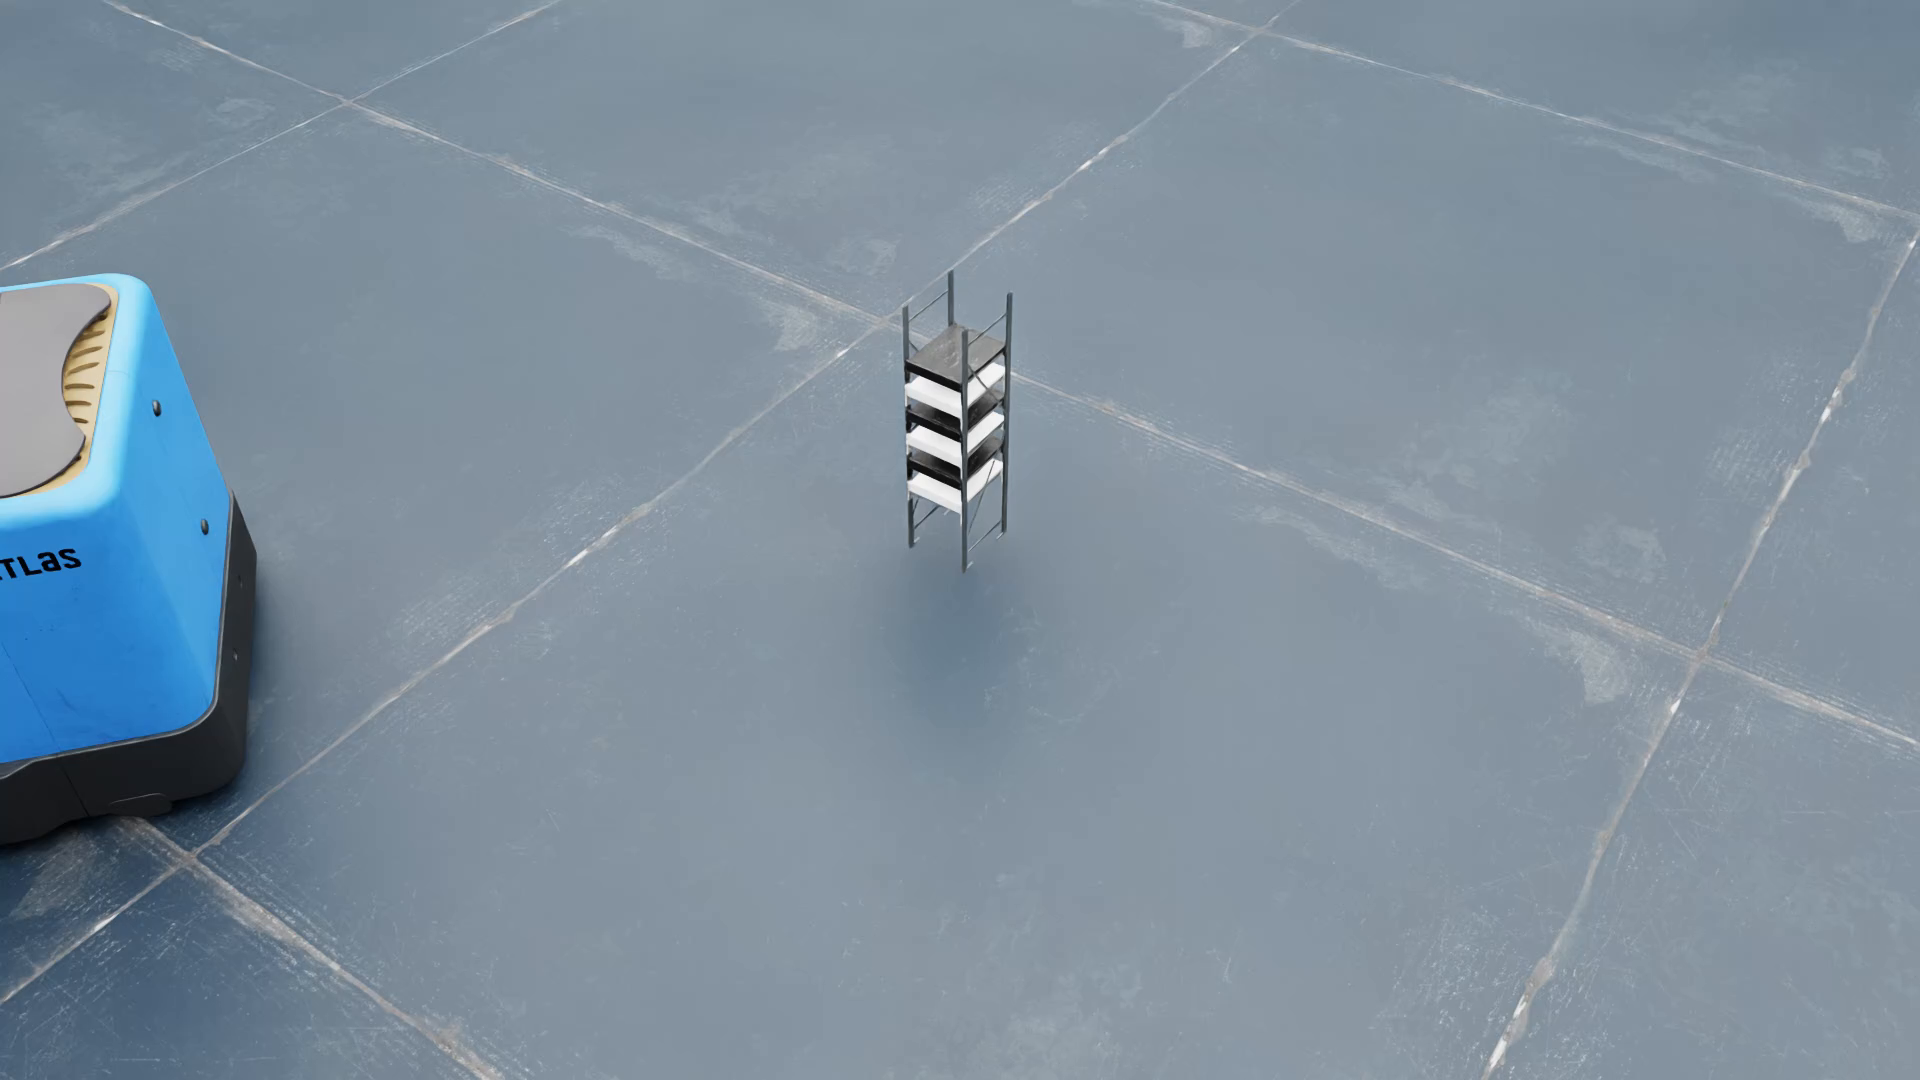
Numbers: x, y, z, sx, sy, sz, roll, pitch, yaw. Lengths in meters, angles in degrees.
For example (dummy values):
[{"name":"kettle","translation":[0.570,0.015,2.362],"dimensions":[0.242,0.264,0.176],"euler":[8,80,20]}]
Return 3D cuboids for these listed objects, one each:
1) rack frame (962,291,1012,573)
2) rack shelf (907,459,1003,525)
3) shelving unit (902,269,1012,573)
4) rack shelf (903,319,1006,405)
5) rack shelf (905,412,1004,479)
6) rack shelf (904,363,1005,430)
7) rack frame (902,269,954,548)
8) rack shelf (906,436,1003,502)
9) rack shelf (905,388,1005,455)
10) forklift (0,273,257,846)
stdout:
[{"name":"rack frame","translation":[0.077,-0.300,4.910],"dimensions":[0.006,0.900,0.240],"euler":[25,48,25]},{"name":"rack shelf","translation":[-0.007,-0.179,5.096],"dimensions":[0.200,0.077,0.258],"euler":[25,48,25]},{"name":"shelving unit","translation":[-0.007,-0.338,4.953],"dimensions":[0.210,0.900,0.258],"euler":[25,48,25]},{"name":"rack shelf","translation":[-0.007,-0.515,4.796],"dimensions":[0.200,0.077,0.258],"euler":[25,48,25]},{"name":"rack shelf","translation":[-0.007,-0.314,4.976],"dimensions":[0.200,0.077,0.258],"euler":[25,48,25]},{"name":"rack shelf","translation":[-0.007,-0.448,4.856],"dimensions":[0.200,0.077,0.258],"euler":[25,48,25]},{"name":"rack frame","translation":[-0.090,-0.377,4.997],"dimensions":[0.006,0.900,0.240],"euler":[25,48,25]},{"name":"rack shelf","translation":[-0.007,-0.247,5.036],"dimensions":[0.200,0.077,0.258],"euler":[25,48,25]},{"name":"rack shelf","translation":[-0.007,-0.381,4.916],"dimensions":[0.200,0.077,0.258],"euler":[25,48,25]},{"name":"forklift","translation":[-3.502,-0.453,3.559],"dimensions":[3.031,2.935,1.130],"euler":[-10,43,-11]}]
